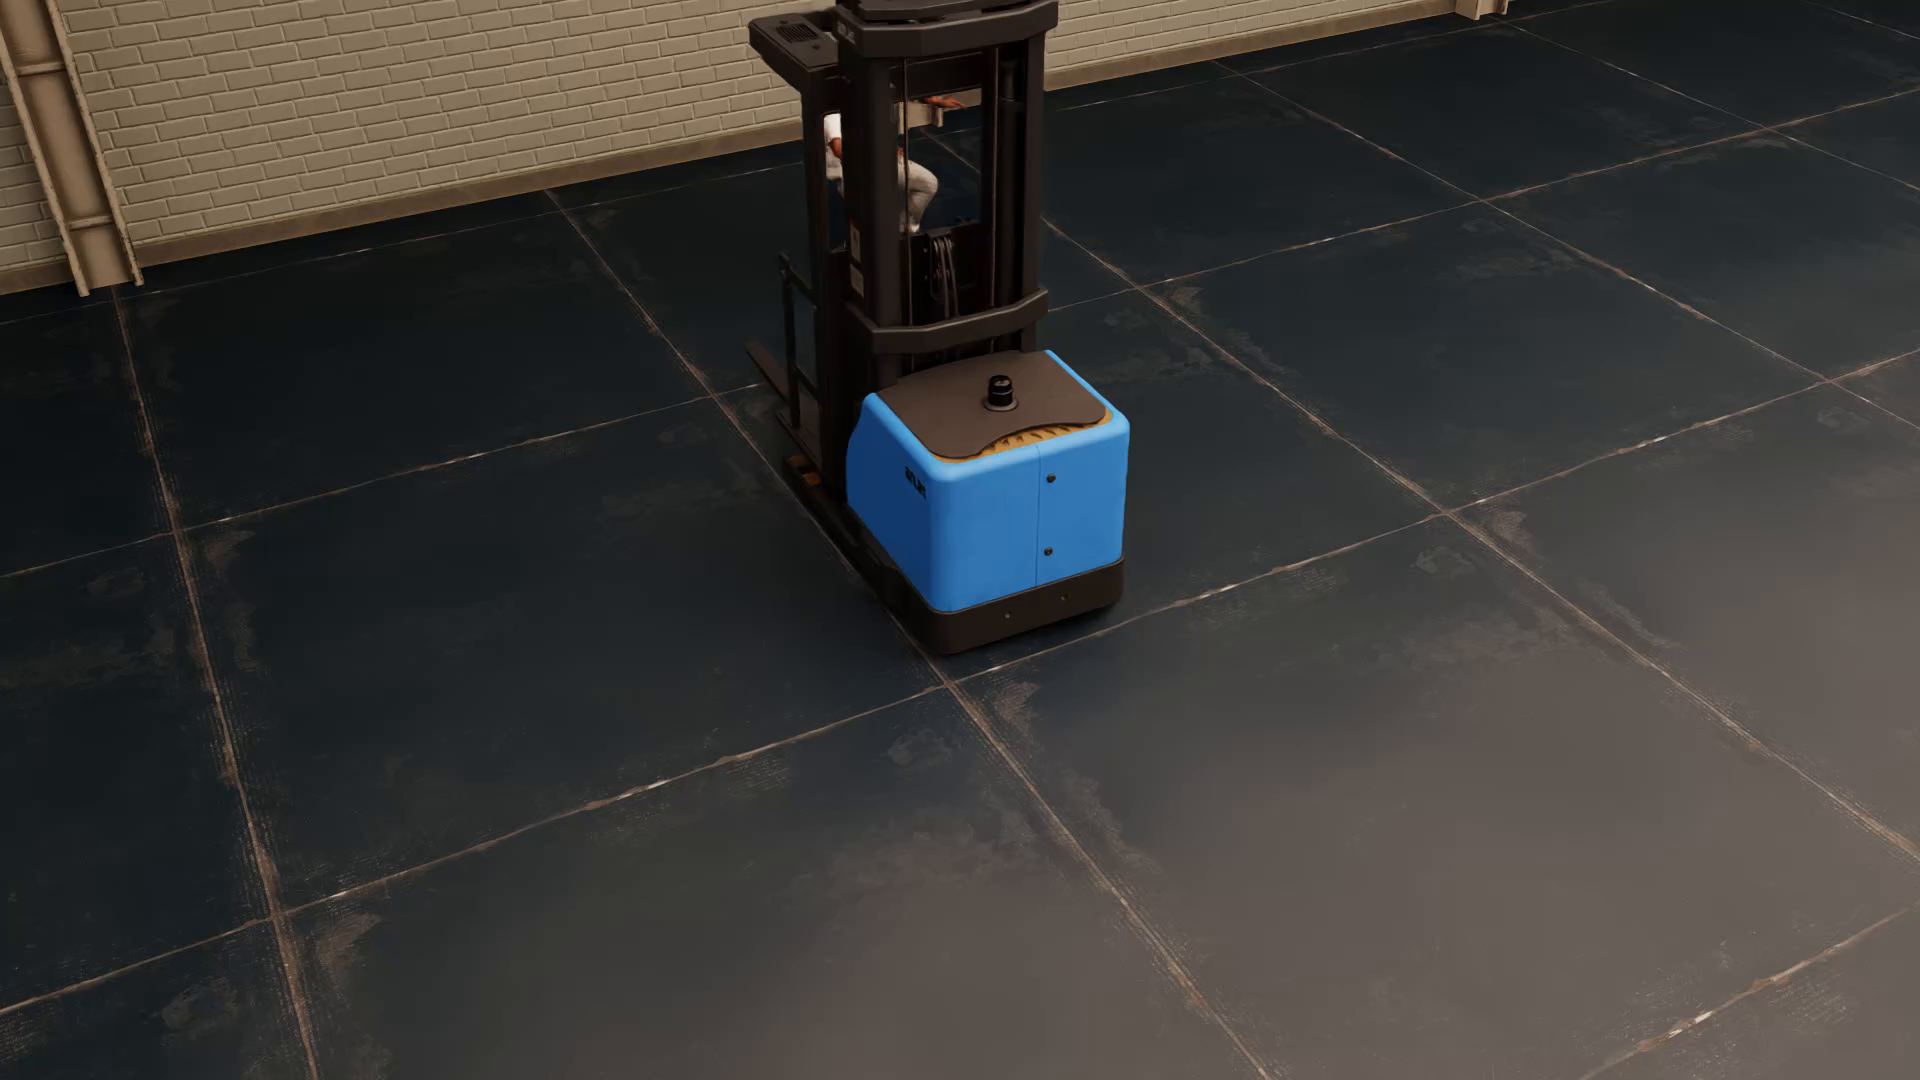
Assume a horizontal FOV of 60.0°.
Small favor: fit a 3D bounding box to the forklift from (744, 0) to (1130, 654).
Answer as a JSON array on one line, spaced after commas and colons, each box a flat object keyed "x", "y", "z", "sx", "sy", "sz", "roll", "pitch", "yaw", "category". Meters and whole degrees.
[{"x": -0.316, "y": -1.499, "z": 8.243, "sx": 1.130, "sy": 2.935, "sz": 3.031, "roll": -16, "pitch": 38, "yaw": -21, "category": "forklift"}]

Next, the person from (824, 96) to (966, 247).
[{"x": -0.507, "y": -2.436, "z": 10.788, "sx": 0.744, "sy": 1.530, "sz": 1.099, "roll": 26, "pitch": 43, "yaw": 32, "category": "person"}]
